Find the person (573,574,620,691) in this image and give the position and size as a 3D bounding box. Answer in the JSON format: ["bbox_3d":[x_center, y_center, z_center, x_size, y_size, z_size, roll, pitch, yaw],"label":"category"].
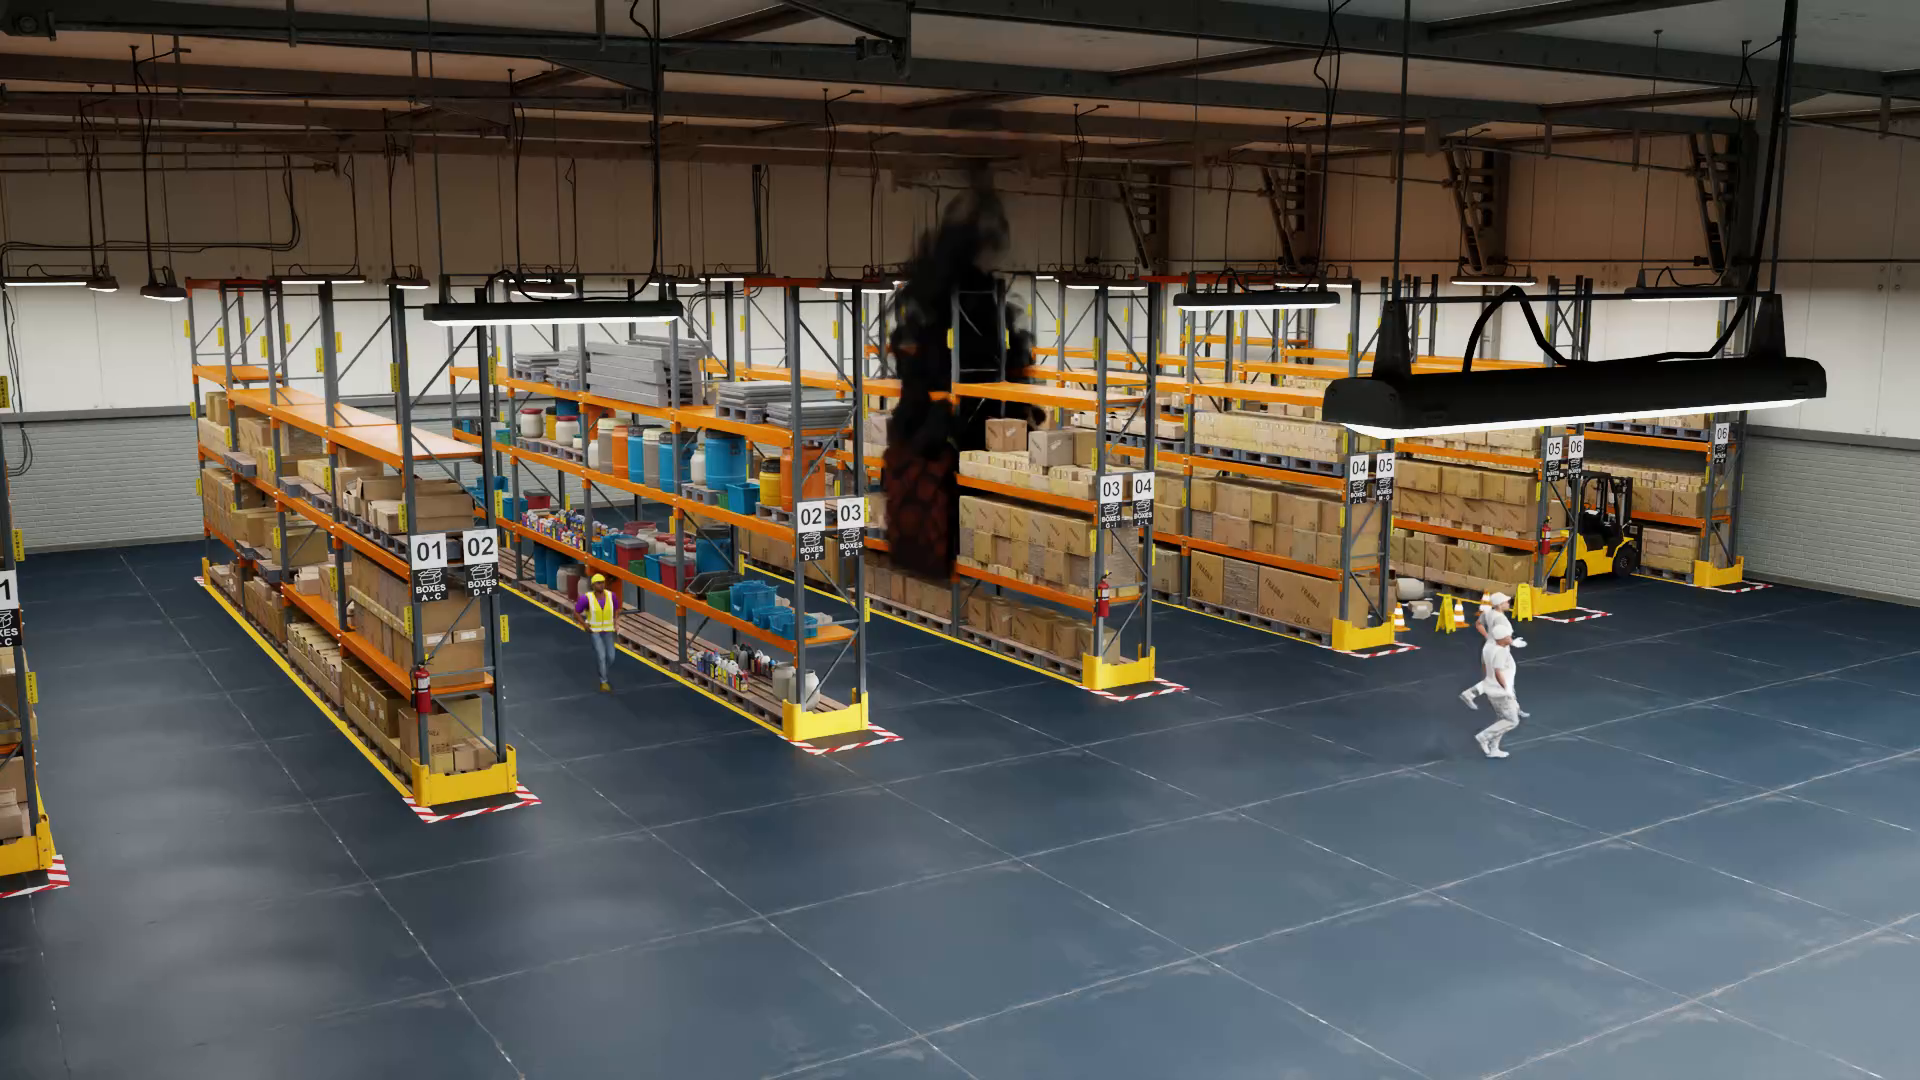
[{"bbox_3d":[-5.387,1.352,24.781,0.714,1.737,0.650,-6,11,-30],"label":"person"}]

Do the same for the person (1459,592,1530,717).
[{"bbox_3d":[7.474,1.600,23.147,0.995,1.784,0.668,1,10,6],"label":"person"}]

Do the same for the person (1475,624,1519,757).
[{"bbox_3d":[6.860,1.938,21.261,0.545,1.740,0.676,0,10,-1],"label":"person"}]
